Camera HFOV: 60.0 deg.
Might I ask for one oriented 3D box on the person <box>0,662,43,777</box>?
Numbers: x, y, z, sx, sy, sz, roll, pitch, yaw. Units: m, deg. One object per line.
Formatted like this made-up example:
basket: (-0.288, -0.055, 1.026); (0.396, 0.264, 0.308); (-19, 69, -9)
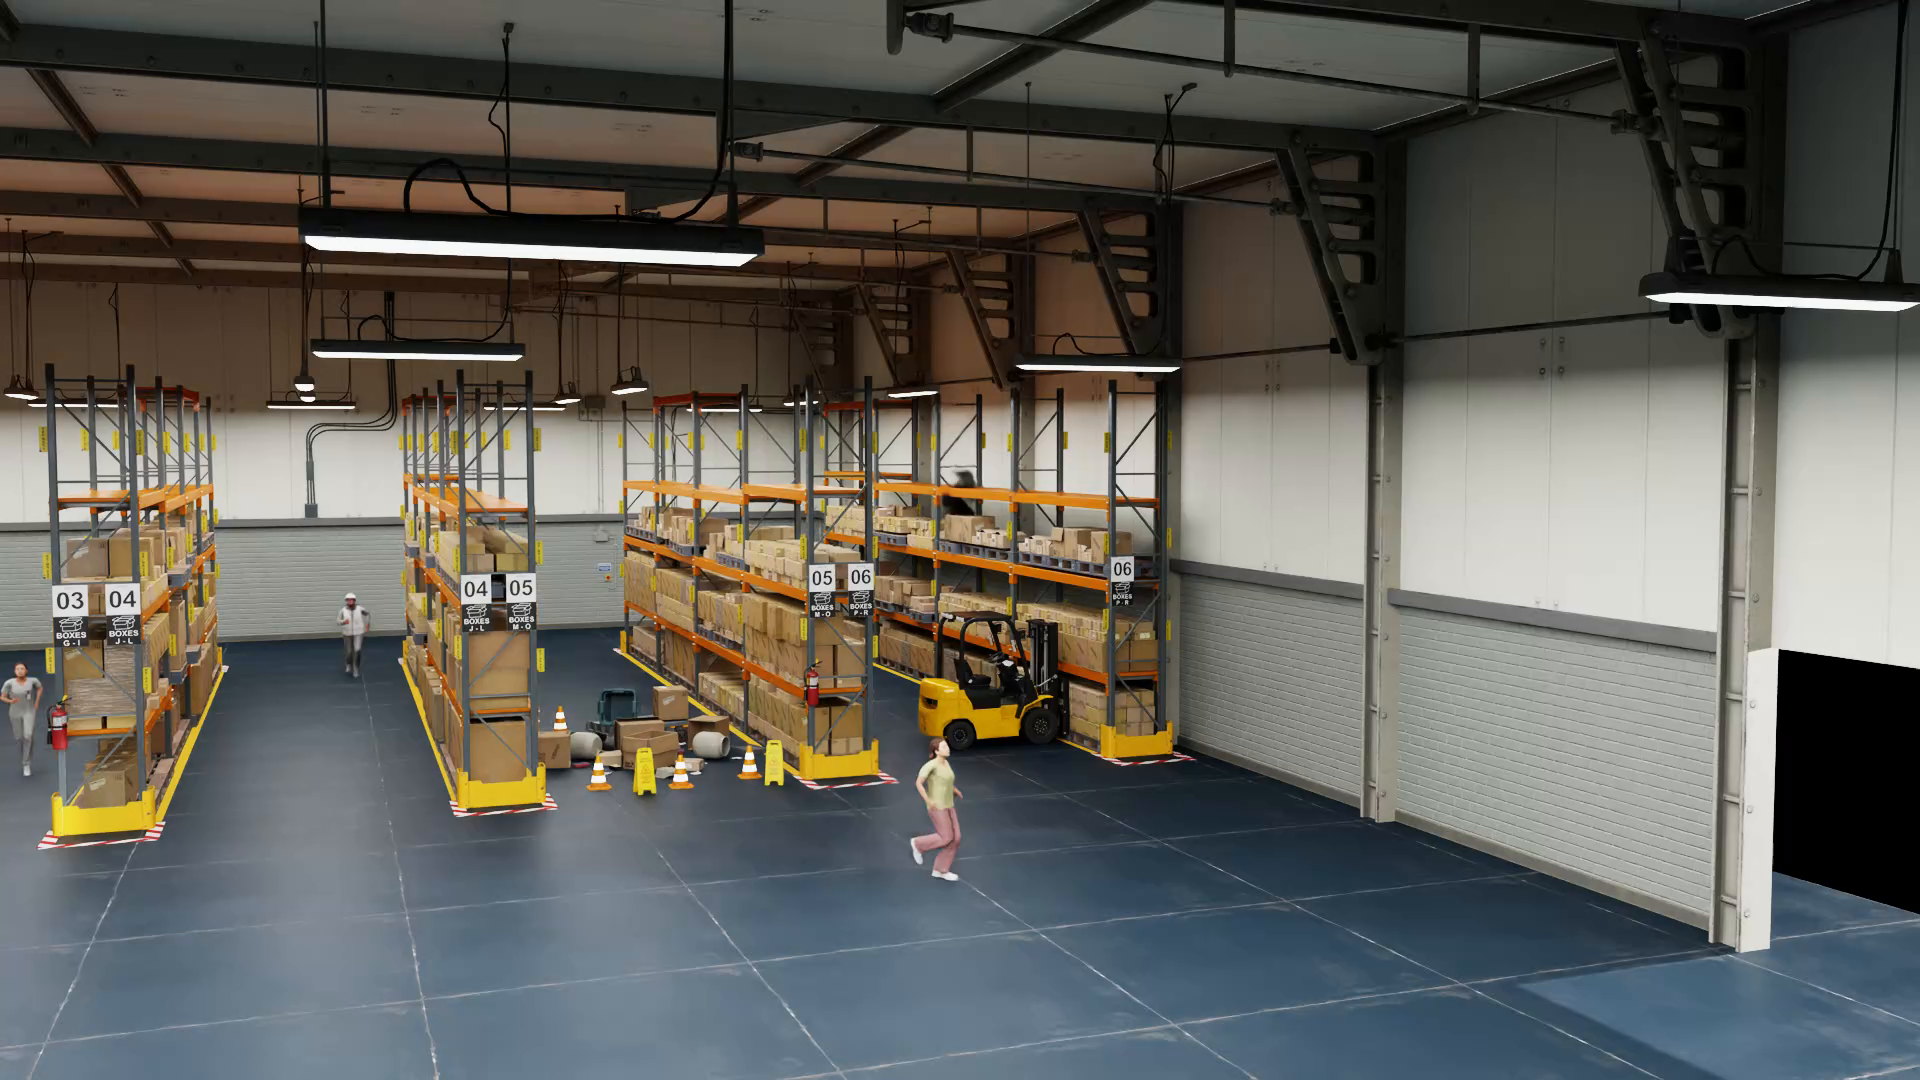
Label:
person: (-14.301, 2.698, 25.346); (0.534, 1.709, 1.009); (-1, 4, -20)

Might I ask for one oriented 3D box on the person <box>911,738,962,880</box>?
person: (-0.264, 3.080, 19.141); (0.563, 1.628, 0.616); (2, 4, 32)

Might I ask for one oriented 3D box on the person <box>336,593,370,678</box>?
person: (-13.003, 2.037, 35.651); (0.665, 1.820, 0.896); (-1, 3, -15)
